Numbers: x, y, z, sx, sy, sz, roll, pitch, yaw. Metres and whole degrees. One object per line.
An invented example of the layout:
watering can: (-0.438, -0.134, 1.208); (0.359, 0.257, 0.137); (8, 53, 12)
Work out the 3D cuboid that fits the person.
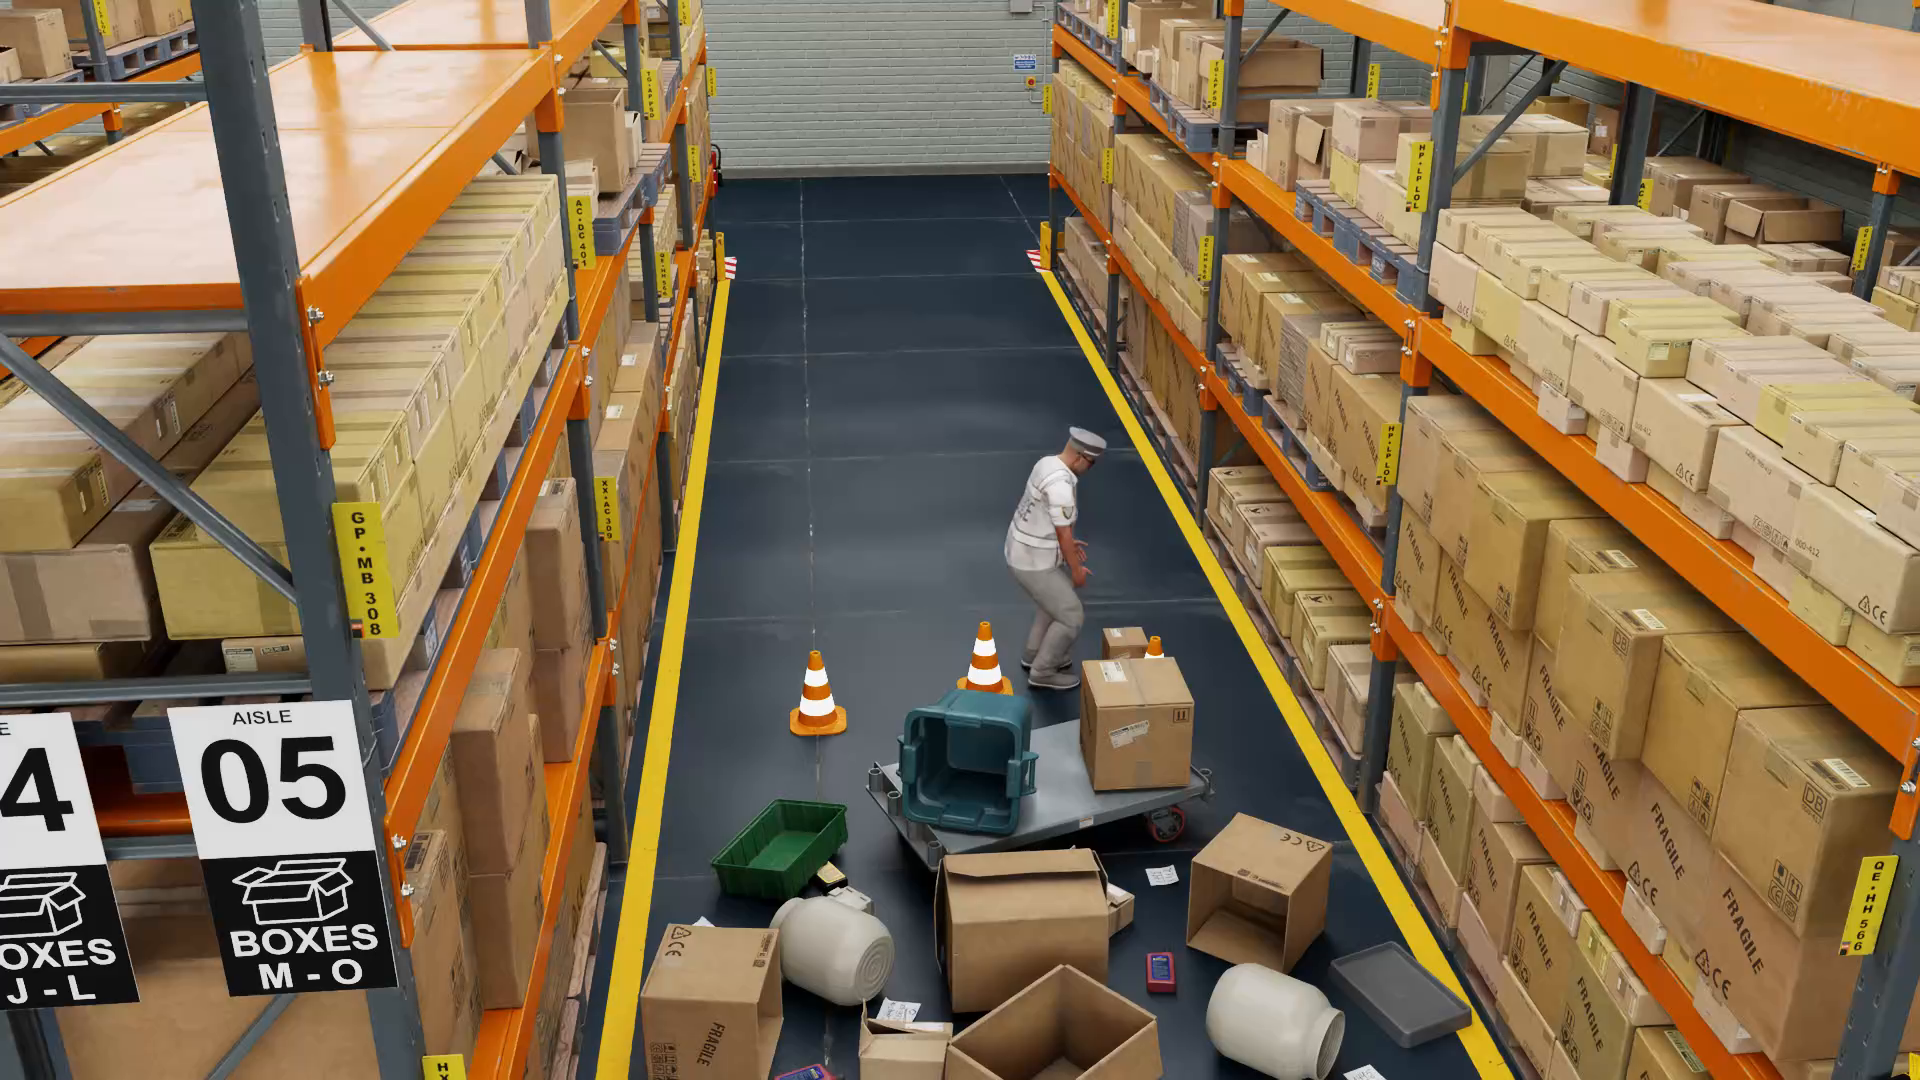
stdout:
person: (0.578, 0.098, 10.258); (0.609, 1.633, 0.575); (-2, 24, -4)
